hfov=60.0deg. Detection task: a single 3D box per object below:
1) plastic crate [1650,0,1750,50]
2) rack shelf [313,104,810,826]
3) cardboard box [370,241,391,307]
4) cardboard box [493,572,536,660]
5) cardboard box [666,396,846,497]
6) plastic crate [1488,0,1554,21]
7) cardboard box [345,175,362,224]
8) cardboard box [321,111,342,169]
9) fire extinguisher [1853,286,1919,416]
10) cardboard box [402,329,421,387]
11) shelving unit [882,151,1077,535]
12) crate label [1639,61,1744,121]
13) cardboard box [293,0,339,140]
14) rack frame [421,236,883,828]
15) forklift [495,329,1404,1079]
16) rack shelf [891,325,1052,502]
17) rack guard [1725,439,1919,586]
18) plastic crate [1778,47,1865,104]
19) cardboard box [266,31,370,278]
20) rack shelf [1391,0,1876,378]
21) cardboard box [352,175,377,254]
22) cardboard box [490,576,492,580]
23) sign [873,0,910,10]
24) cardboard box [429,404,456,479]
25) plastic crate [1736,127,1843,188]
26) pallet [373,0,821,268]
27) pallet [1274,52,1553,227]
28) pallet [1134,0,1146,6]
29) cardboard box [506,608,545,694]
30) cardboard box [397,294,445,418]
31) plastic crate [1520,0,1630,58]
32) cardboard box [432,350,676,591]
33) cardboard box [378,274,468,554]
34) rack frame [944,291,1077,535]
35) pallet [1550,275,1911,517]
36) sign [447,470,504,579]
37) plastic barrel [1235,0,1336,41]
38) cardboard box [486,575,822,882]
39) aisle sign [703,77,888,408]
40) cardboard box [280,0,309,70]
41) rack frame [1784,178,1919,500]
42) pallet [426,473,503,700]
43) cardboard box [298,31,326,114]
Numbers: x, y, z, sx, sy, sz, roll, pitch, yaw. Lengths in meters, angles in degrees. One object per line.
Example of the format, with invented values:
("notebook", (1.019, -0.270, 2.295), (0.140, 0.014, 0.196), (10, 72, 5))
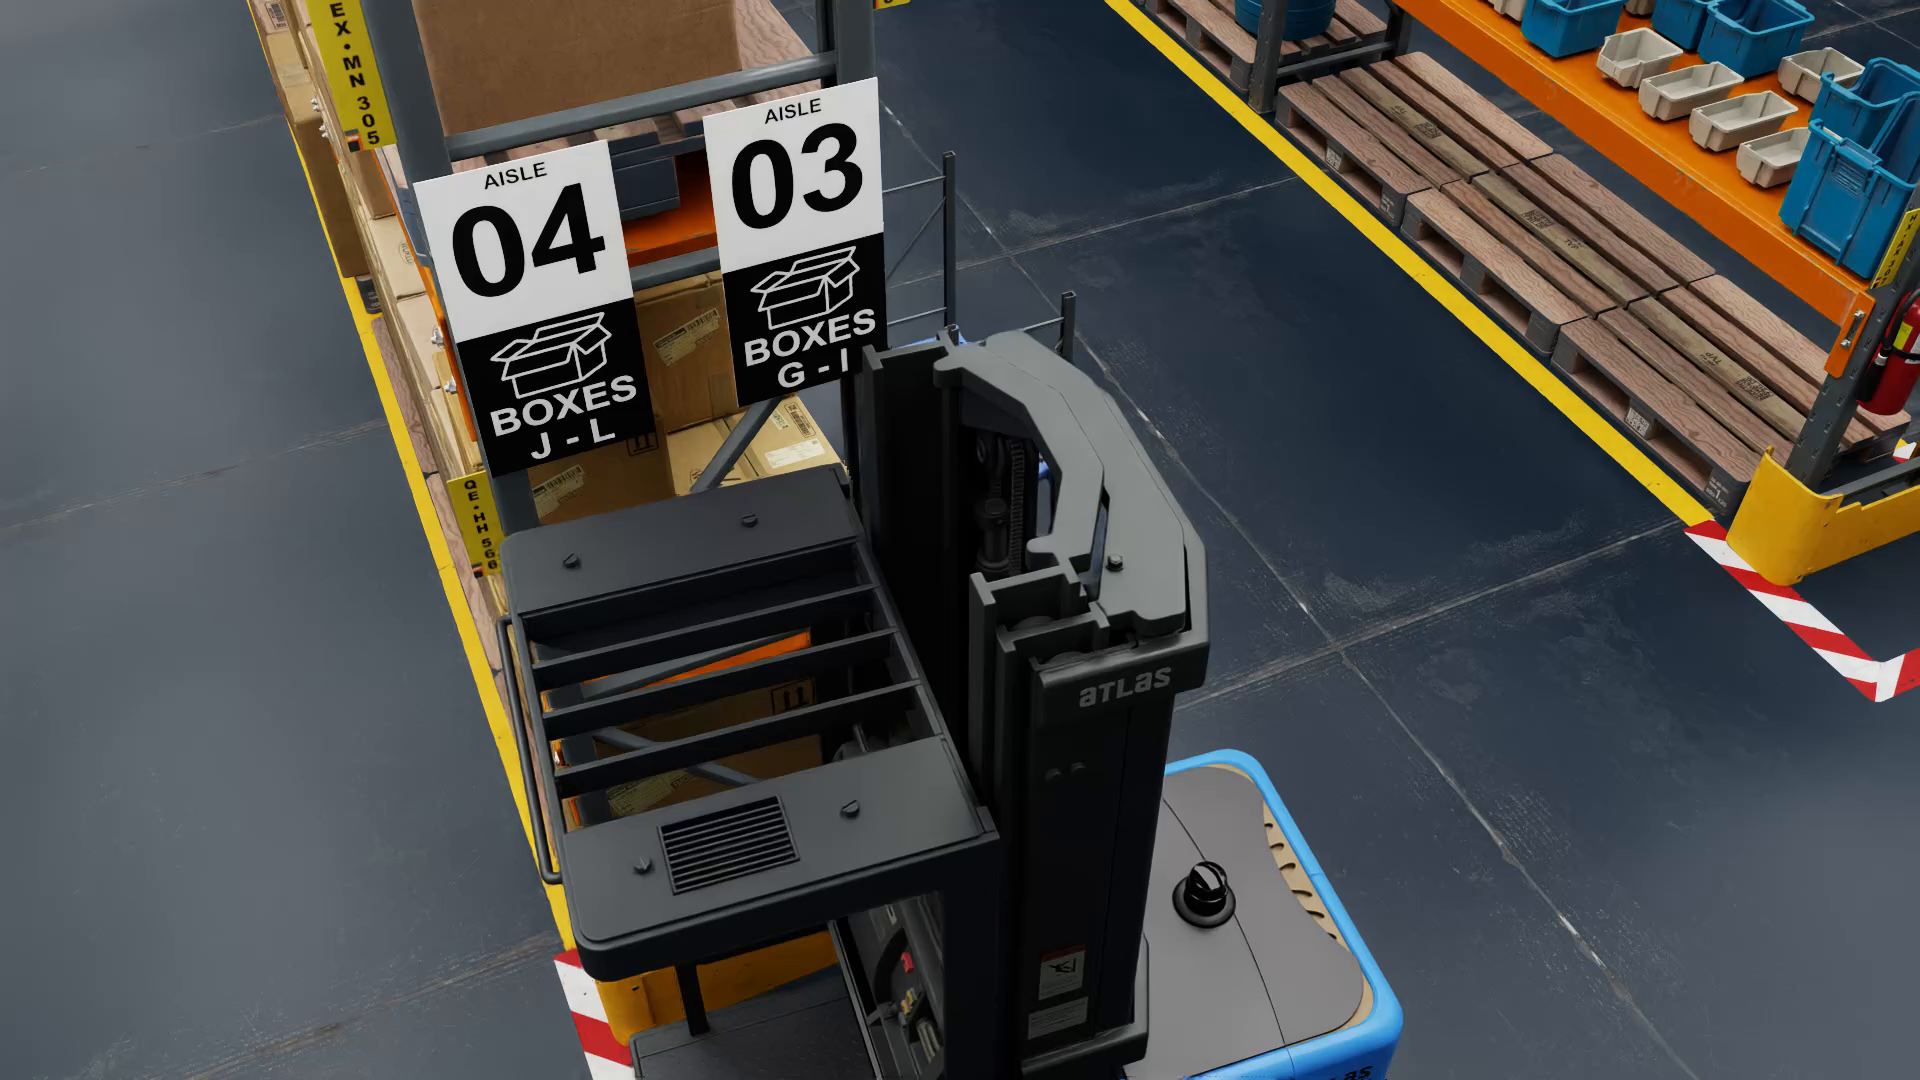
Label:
("plastic crate", (3.349, -2.400, 7.492), (0.416, 0.233, 0.300), (-18, 47, -17))
("rack shelf", (-1.501, -0.709, 6.214), (1.077, 0.370, 4.000), (-18, 47, -17))
("cardboard box", (-1.974, -1.037, 6.213), (0.380, 0.149, 0.250), (-18, 47, -17))
("cardboard box", (-1.104, 0.027, 4.851), (0.500, 0.250, 0.500), (-19, 48, -18))
("cardboard box", (-0.617, -0.128, 5.008), (0.500, 0.250, 0.500), (-19, 48, -18))
("plastic crate", (2.627, -2.654, 7.714), (0.437, 0.282, 0.530), (-18, 47, -17))
("cardboard box", (-2.185, -1.361, 6.541), (0.380, 0.149, 0.250), (-19, 48, -18))
("cardboard box", (-2.408, -1.696, 6.881), (0.380, 0.149, 0.250), (-20, 48, -19))
("fire extinguisher", (3.485, -0.762, 6.076), (0.296, 0.674, 0.183), (-18, 47, -17))
("cardboard box", (-1.751, -0.705, 5.876), (0.380, 0.149, 0.250), (-17, 47, -17))
("shelving unit", (-0.036, -0.588, 6.647), (0.538, 1.500, 1.048), (-18, 47, -17))
("crate label", (3.079, -1.906, 7.060), (0.396, 0.136, 0.243), (-18, 47, -17))
("cardboard box", (-2.172, -1.862, 6.231), (0.500, 0.500, 0.500), (-18, 47, -17))
("rack frame", (-0.660, 0.310, 4.669), (1.000, 3.000, 0.127), (-18, 47, -17))
("forklift", (-0.392, 0.980, 4.039), (3.031, 2.935, 1.130), (-13, 46, -13))
("rack shelf", (-0.036, -0.460, 6.773), (0.538, 0.185, 1.000), (-18, 47, -17))
("rack guard", (3.856, -0.252, 7.018), (1.175, 0.500, 0.348), (-18, 47, -17))
("plastic crate", (3.684, -1.996, 7.151), (0.250, 0.136, 0.298), (-18, 47, -17))
("cardboard box", (-2.629, -2.034, 8.259), (1.225, 0.875, 0.875), (-18, 47, -17))
("rack shelf", (2.993, -2.171, 7.696), (1.077, 0.370, 4.000), (-18, 47, -17))
("cardboard box", (-1.954, -1.268, 6.163), (0.500, 0.250, 0.500), (-17, 47, -16))
("cardboard box", (-1.324, -0.057, 5.220), (0.380, 0.149, 0.250), (-18, 47, -17))
("sign", (-0.154, -1.257, 3.443), (0.100, 0.325, 0.005), (-18, 47, -17))
("cardboard box", (-1.539, -0.381, 5.548), (0.380, 0.149, 0.250), (-19, 48, -18))
("plastic crate", (3.327, -1.547, 6.696), (0.396, 0.136, 0.243), (-18, 47, -17))
("pallet", (-0.981, -1.196, 4.123), (1.003, 0.211, 1.213), (-18, 47, -17))
("pallet", (2.497, -2.252, 9.251), (1.003, 0.211, 1.213), (-18, 47, -17))
("pallet", (1.349, -3.992, 11.014), (1.003, 0.211, 1.213), (-18, 47, -17))
("cardboard box", (-1.108, 0.270, 4.889), (0.380, 0.149, 0.250), (-17, 47, -17))
("cardboard box", (-1.531, -0.621, 5.507), (0.500, 0.250, 0.500), (-20, 48, -19))
("plastic crate", (2.738, -2.348, 7.439), (0.416, 0.233, 0.300), (-18, 47, -17))
("cardboard box", (-1.103, -0.242, 4.590), (0.500, 0.500, 0.500), (-17, 47, -17))
("cardboard box", (-1.758, -0.615, 6.820), (0.875, 0.875, 0.875), (-18, 47, -17))
("rack frame", (0.178, -0.264, 6.319), (0.500, 1.500, 0.032), (-18, 47, -17))
("pallet", (3.523, -0.697, 7.675), (1.003, 0.211, 1.213), (-18, 47, -17))
("sign", (-1.158, -0.035, 4.026), (0.100, 0.325, 0.005), (-18, 47, -17))
("plastic barrel", (1.939, -3.456, 9.681), (0.600, 0.901, 0.708), (-18, 47, -17))
("cardboard box", (-1.001, 0.532, 5.657), (0.875, 0.875, 0.875), (-18, 47, -17))
("aisle sign", (-0.357, -0.658, 3.799), (0.394, 0.787, 0.004), (-18, 47, -17))
("cardboard box", (-2.786, -2.492, 7.438), (0.500, 0.500, 0.500), (-18, 47, -17))
("rack frame", (3.834, -1.153, 6.152), (1.000, 3.000, 0.127), (-18, 47, -17))
("pallet", (-1.576, 0.040, 6.928), (1.003, 0.211, 1.213), (-18, 47, -17))
("cardboard box", (-2.382, -1.915, 6.819), (0.500, 0.250, 0.500), (-19, 48, -18))
